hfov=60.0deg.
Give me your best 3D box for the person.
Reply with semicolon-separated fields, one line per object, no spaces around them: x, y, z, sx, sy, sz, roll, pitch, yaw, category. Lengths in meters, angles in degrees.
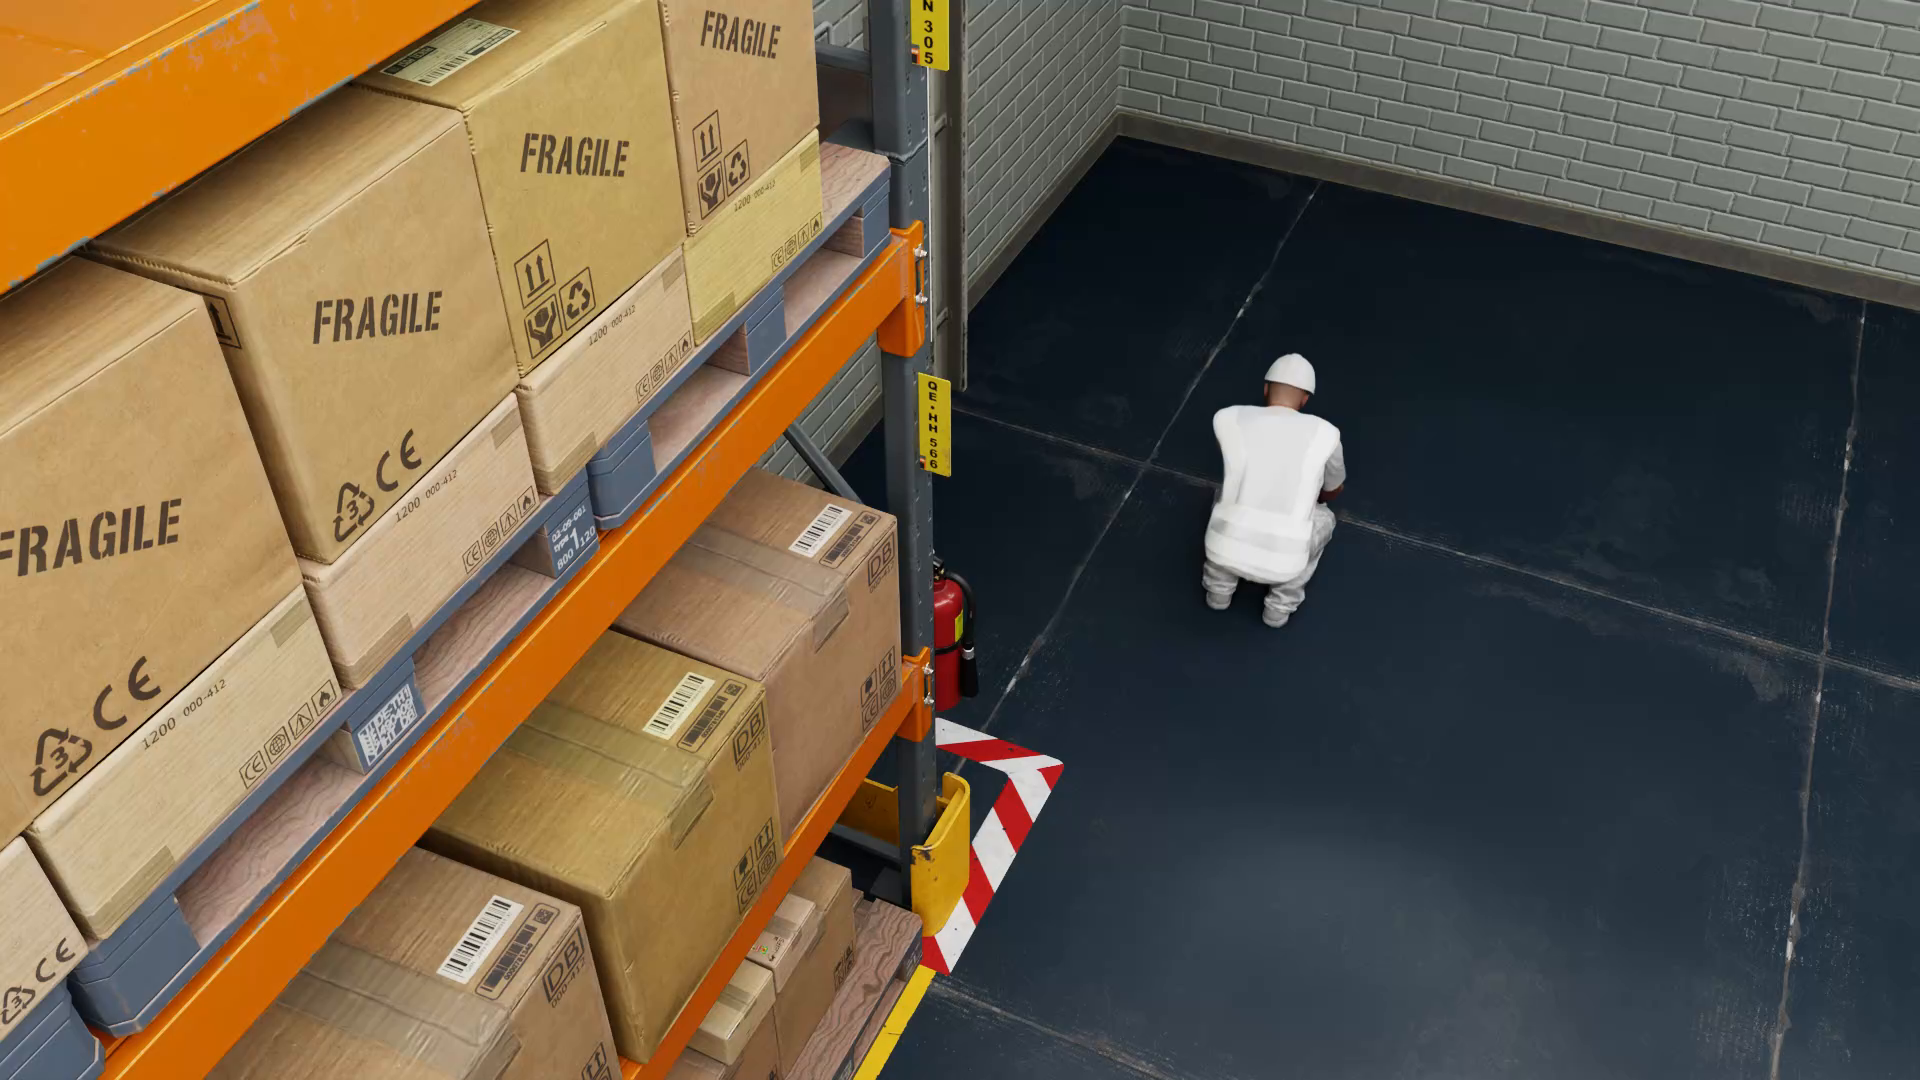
1.305;-0.210;6.981;0.566;0.996;0.901;17;44;18;person
